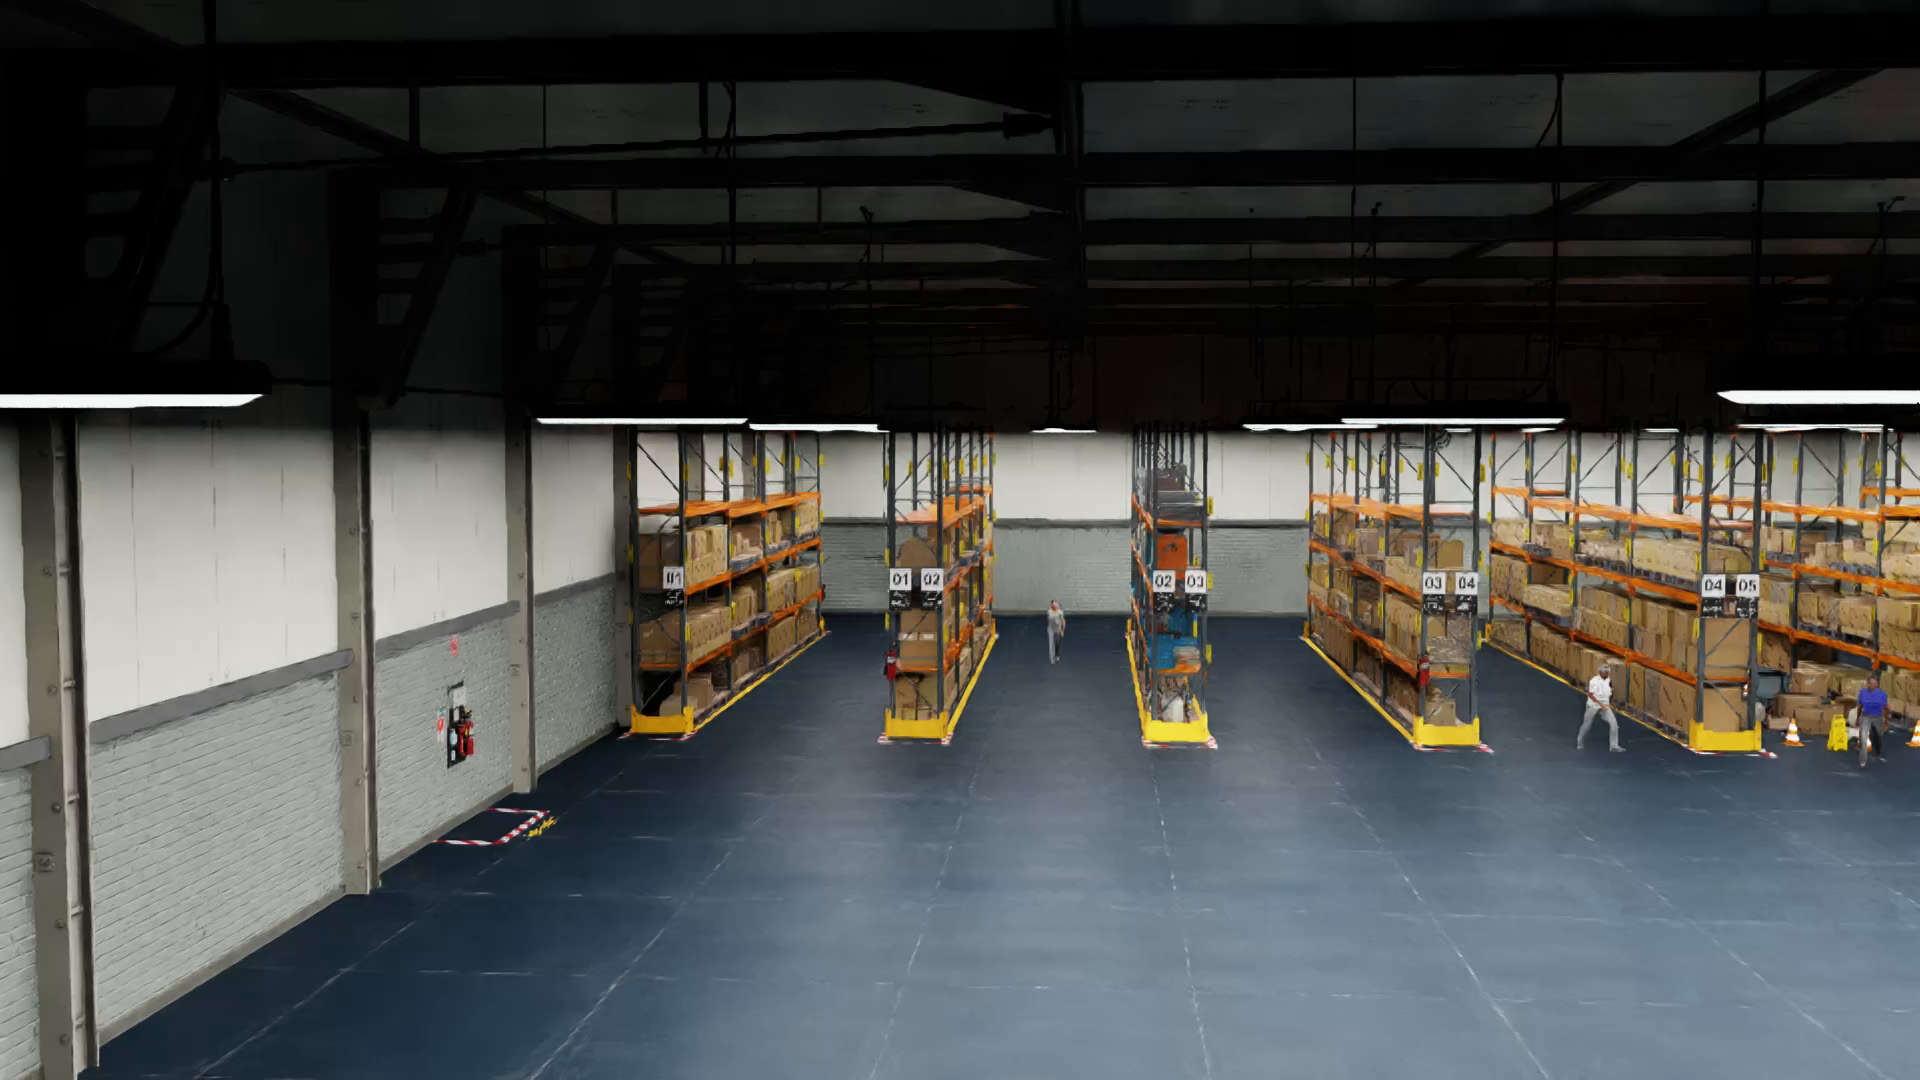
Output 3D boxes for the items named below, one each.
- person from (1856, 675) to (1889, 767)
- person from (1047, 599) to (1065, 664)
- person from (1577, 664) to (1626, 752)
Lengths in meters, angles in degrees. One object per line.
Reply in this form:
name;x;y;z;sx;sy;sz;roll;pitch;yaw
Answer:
person;15.776;3.102;28.749;0.505;1.592;0.935;2;4;26
person;2.399;2.275;41.681;0.455;1.612;1.019;0;4;4
person;11.568;3.005;30.072;0.619;1.611;0.798;-1;4;-15
